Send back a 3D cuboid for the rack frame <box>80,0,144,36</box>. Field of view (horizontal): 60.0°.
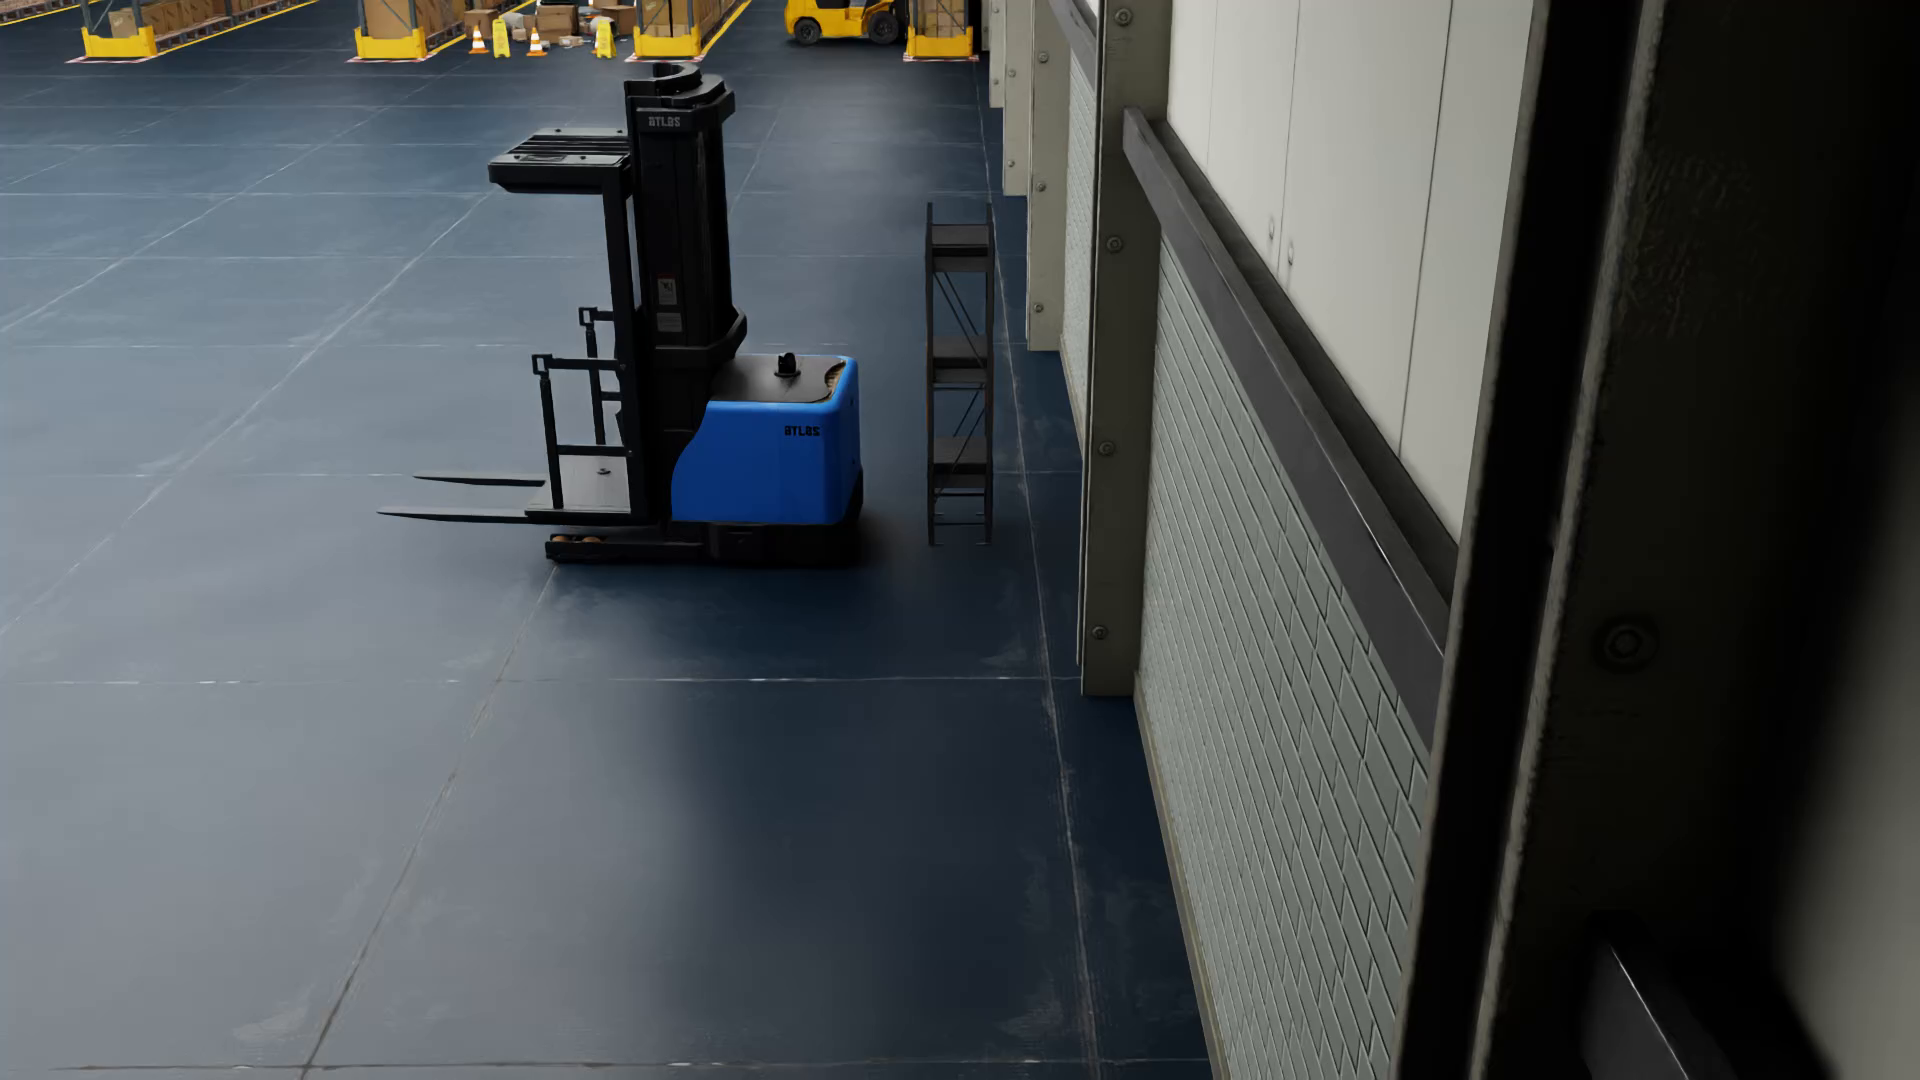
[{"bbox_3d":[-15.224,-10.146,29.542,1.000,3.000,0.127,0,24,-1],"label":"rack frame"}]

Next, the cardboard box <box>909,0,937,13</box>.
[{"bbox_3d":[-0.668,-9.796,30.384,0.500,0.250,0.500,1,24,1],"label":"cardboard box"}]

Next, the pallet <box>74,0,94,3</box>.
[{"bbox_3d":[-20.314,-12.474,38.074,1.003,0.211,1.213,0,24,-1],"label":"pallet"}]

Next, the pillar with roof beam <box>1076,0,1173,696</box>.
[{"bbox_3d":[-3.500,-3.330,7.192,9.100,9.000,0.400,0,24,-1],"label":"pillar with roof beam"}]

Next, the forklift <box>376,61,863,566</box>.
[{"bbox_3d":[-2.189,-1.402,10.293,3.031,2.935,1.130,2,24,4],"label":"forklift"}]

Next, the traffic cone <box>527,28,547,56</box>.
[{"bbox_3d":[-7.715,-9.061,30.222,0.336,0.463,0.334,0,24,-1],"label":"traffic cone"}]

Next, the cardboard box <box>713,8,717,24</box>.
[{"bbox_3d":[-5.067,-10.315,32.744,0.500,0.250,0.500,-1,24,-2],"label":"cardboard box"}]

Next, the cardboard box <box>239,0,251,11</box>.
[{"bbox_3d":[-15.239,-11.305,34.606,0.700,0.500,0.500,0,24,-1],"label":"cardboard box"}]

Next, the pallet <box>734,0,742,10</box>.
[{"bbox_3d":[-5.394,-11.894,36.792,1.003,0.211,1.213,0,24,-1],"label":"pallet"}]

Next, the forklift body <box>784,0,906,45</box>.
[{"bbox_3d":[-2.196,-10.600,31.578,2.313,2.155,1.214,0,24,-1],"label":"forklift body"}]

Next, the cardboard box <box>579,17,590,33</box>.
[{"bbox_3d":[-7.495,-10.247,33.085,0.258,0.266,0.396,-19,31,-36],"label":"cardboard box"}]

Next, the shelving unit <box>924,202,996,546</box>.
[{"bbox_3d":[-0.002,-1.025,10.468,0.431,2.100,0.503,0,24,-1],"label":"shelving unit"}]

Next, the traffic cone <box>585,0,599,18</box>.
[{"bbox_3d":[-7.774,-11.302,35.178,0.336,0.463,0.334,0,24,-1],"label":"traffic cone"}]

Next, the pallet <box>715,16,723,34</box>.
[{"bbox_3d":[-5.315,-10.291,33.248,1.003,0.211,1.213,0,24,-1],"label":"pallet"}]

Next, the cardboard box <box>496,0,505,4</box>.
[{"bbox_3d":[-10.420,-11.978,35.813,1.050,0.750,0.750,0,24,0],"label":"cardboard box"}]

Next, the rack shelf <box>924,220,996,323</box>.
[{"bbox_3d":[-0.002,-1.650,10.185,0.431,0.518,0.480,0,24,-1],"label":"rack shelf"}]

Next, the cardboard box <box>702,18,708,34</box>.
[{"bbox_3d":[-5.044,-9.673,31.324,0.500,0.250,0.500,1,24,1],"label":"cardboard box"}]

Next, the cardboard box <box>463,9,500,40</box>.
[{"bbox_3d":[-9.263,-10.002,32.254,0.500,0.500,0.500,4,25,9],"label":"cardboard box"}]

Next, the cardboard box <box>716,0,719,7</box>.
[{"bbox_3d":[-5.083,-10.876,33.074,0.500,0.500,0.500,-1,24,-1],"label":"cardboard box"}]

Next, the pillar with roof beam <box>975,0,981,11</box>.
[{"bbox_3d":[-3.827,-15.691,34.524,9.100,9.000,0.400,0,24,-1],"label":"pillar with roof beam"}]

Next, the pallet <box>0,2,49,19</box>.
[{"bbox_3d":[-20.283,-11.328,35.542,1.003,0.211,1.213,0,24,-1],"label":"pallet"}]

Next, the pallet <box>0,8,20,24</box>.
[{"bbox_3d":[-20.267,-10.825,34.427,1.003,0.211,1.213,0,24,-1],"label":"pallet"}]

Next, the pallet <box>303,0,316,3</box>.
[{"bbox_3d":[-15.244,-12.497,38.125,1.003,0.211,1.213,0,24,-1],"label":"pallet"}]

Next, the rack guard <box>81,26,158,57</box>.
[{"bbox_3d":[-15.224,-9.038,30.127,1.175,0.500,0.348,0,24,-1],"label":"rack guard"}]

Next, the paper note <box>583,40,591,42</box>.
[{"bbox_3d":[-7.174,-9.563,31.872,0.148,0.019,0.142,8,26,18],"label":"paper note"}]

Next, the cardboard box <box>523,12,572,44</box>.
[{"bbox_3d":[-7.865,-9.765,31.731,0.797,0.503,0.637,-19,31,-36],"label":"cardboard box"}]

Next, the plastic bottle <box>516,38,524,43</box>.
[{"bbox_3d":[-8.421,-9.552,31.795,0.133,0.061,0.283,-9,26,-19],"label":"plastic bottle"}]

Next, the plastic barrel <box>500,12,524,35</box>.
[{"bbox_3d":[-8.760,-10.140,32.657,0.512,0.421,0.421,19,30,35],"label":"plastic barrel"}]

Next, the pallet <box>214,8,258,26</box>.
[{"bbox_3d":[-15.277,-10.844,34.471,1.003,0.211,1.213,0,24,-1],"label":"pallet"}]

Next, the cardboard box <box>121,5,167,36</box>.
[{"bbox_3d":[-15.254,-9.702,31.084,0.500,0.500,0.500,6,25,13],"label":"cardboard box"}]

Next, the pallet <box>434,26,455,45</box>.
[{"bbox_3d":[-10.360,-9.686,31.911,1.003,0.211,1.213,0,24,-1],"label":"pallet"}]

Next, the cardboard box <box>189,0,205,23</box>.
[{"bbox_3d":[-15.289,-10.445,32.729,0.500,0.500,0.500,8,25,16],"label":"cardboard box"}]

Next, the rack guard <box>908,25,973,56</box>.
[{"bbox_3d":[-0.350,-9.065,30.187,1.175,0.500,0.348,0,24,-1],"label":"rack guard"}]

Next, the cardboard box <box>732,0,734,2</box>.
[{"bbox_3d":[-5.389,-11.944,36.198,0.950,0.372,0.625,-1,24,-2],"label":"cardboard box"}]

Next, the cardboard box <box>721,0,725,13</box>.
[{"bbox_3d":[-5.366,-11.049,34.218,0.950,0.372,0.625,0,24,0],"label":"cardboard box"}]

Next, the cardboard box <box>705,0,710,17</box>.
[{"bbox_3d":[-5.055,-10.236,31.659,0.500,0.500,0.500,0,24,0],"label":"cardboard box"}]

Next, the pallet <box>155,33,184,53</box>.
[{"bbox_3d":[-15.198,-9.241,30.927,1.003,0.211,1.213,0,24,-1],"label":"pallet"}]

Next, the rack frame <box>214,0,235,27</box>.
[{"bbox_3d":[-15.267,-11.794,33.187,1.000,3.000,0.127,0,24,-1],"label":"rack frame"}]

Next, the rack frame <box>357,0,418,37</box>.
[{"bbox_3d":[-10.263,-10.126,29.500,1.000,3.000,0.127,0,24,-1],"label":"rack frame"}]

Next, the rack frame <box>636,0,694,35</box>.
[{"bbox_3d":[-5.314,-10.190,29.641,1.000,3.000,0.127,0,24,-1],"label":"rack frame"}]

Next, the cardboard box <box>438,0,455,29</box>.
[{"bbox_3d":[-10.356,-10.367,32.100,0.875,0.875,0.875,0,24,0],"label":"cardboard box"}]
